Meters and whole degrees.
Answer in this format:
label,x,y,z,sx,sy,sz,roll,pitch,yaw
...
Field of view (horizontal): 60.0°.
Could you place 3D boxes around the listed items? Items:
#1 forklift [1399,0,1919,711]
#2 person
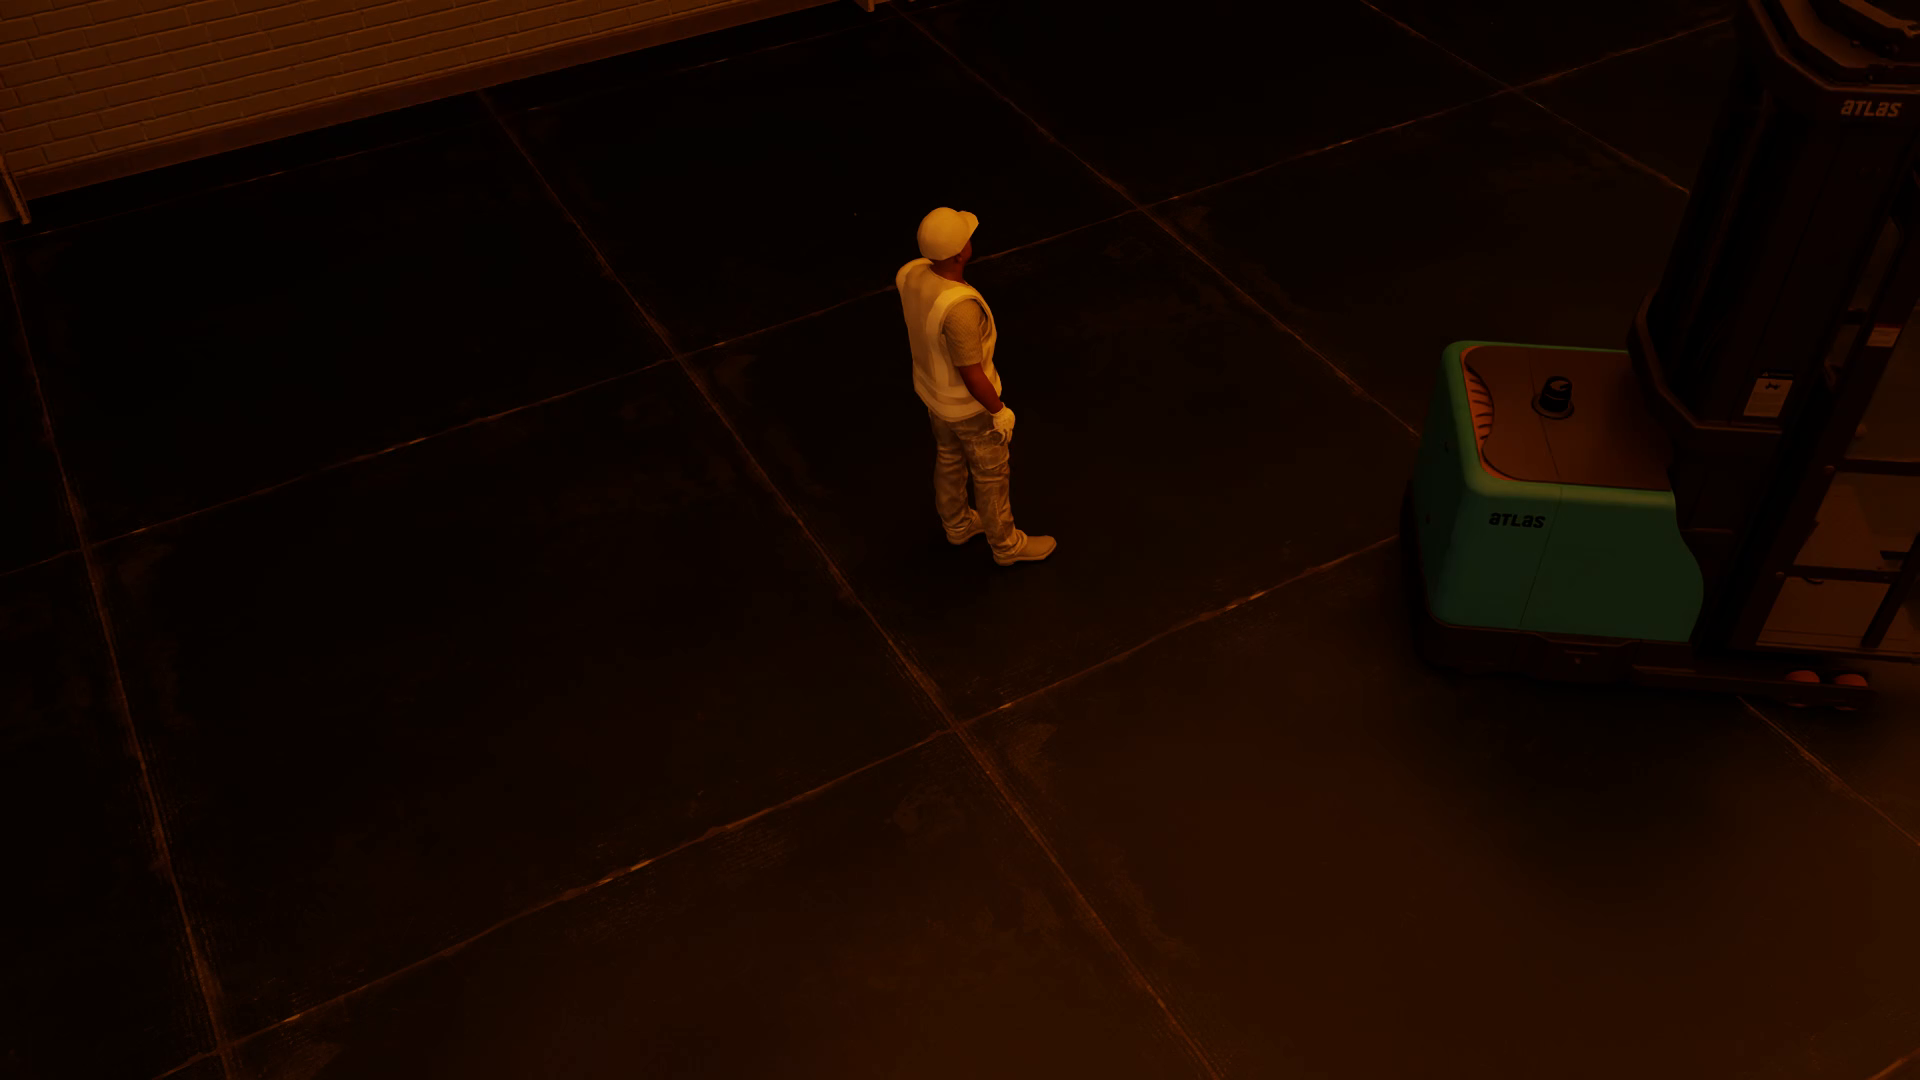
label,x,y,z,sx,sy,sz,roll,pitch,yaw
forklift,3.538,-0.731,6.486,3.031,2.935,1.130,4,43,4
person,0.066,-0.678,7.263,0.577,1.781,0.656,-21,47,-21
